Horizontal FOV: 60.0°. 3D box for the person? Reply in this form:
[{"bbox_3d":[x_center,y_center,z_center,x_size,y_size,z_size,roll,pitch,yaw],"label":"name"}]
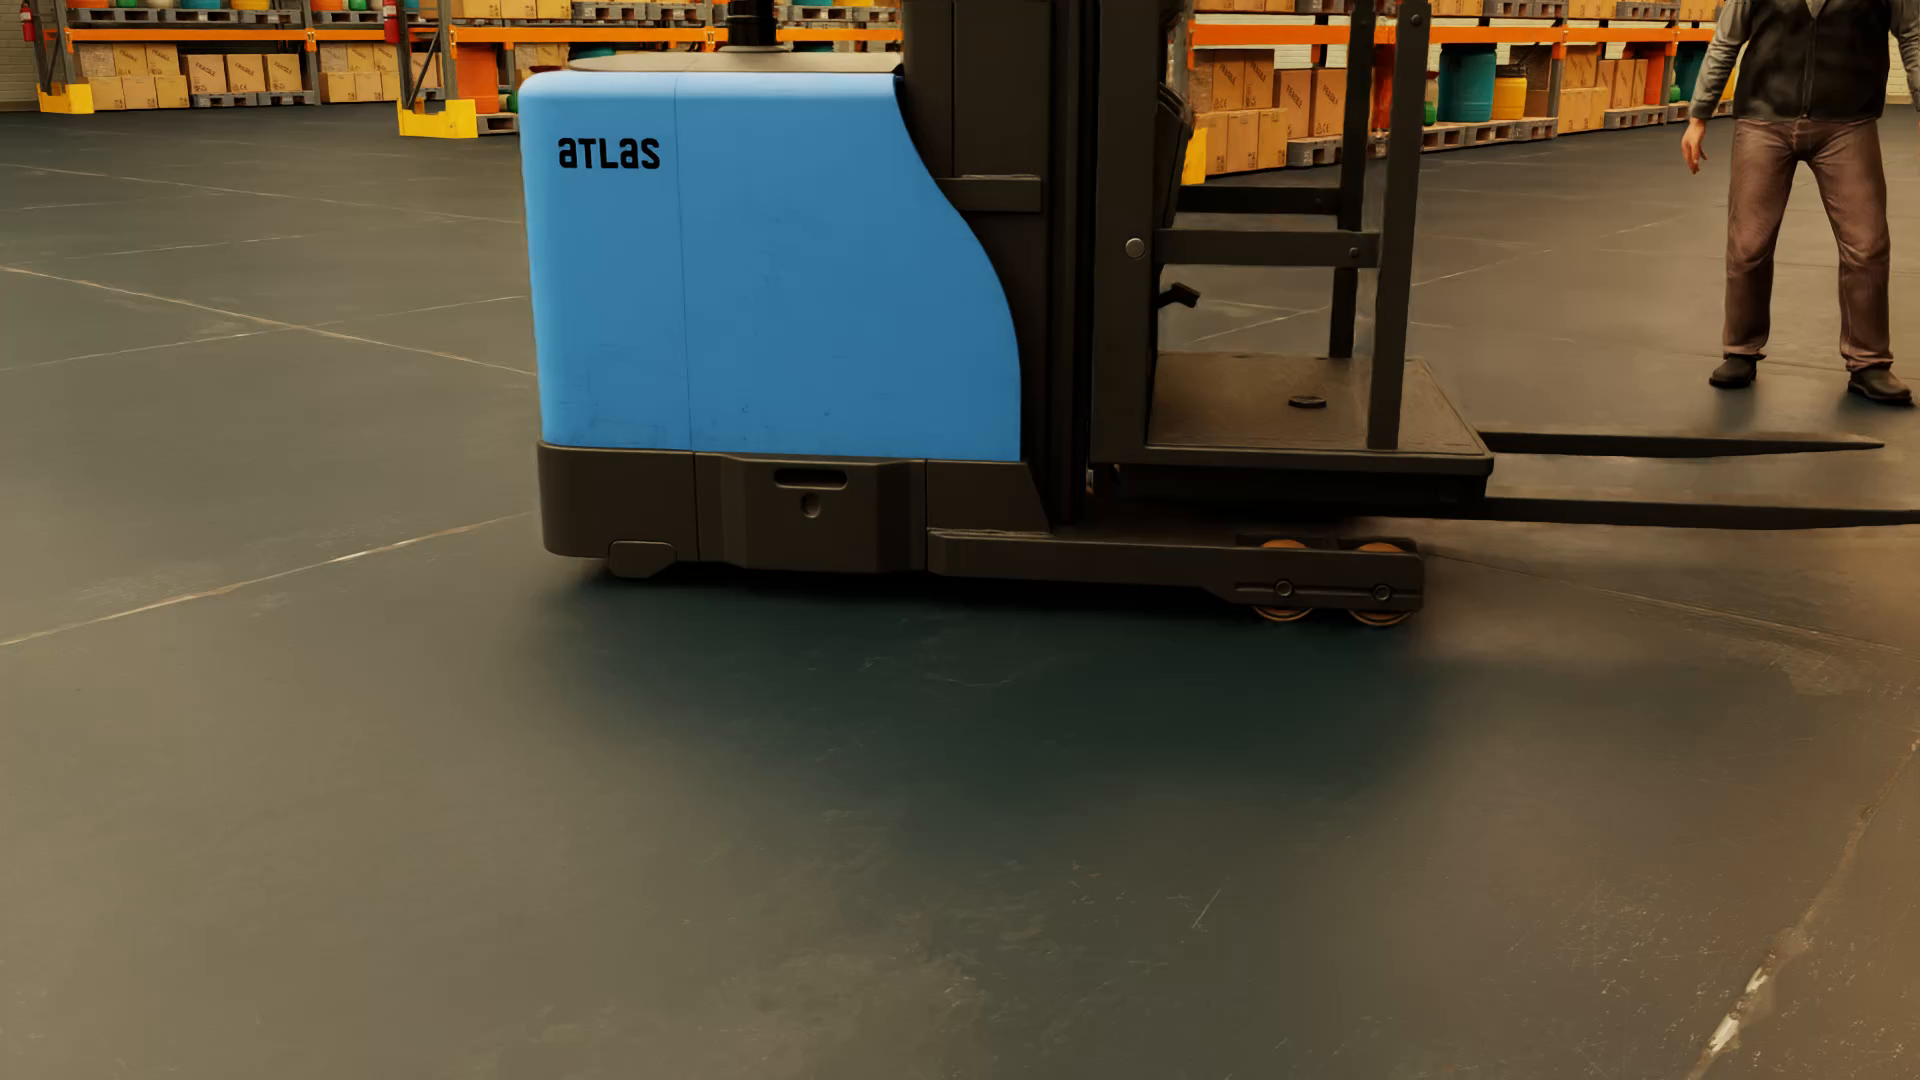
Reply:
[{"bbox_3d":[2.787,-1.337,5.430,0.795,1.696,0.395,8,19,24],"label":"person"}]

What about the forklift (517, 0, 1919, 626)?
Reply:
[{"bbox_3d":[0.641,-1.393,3.484,3.031,2.935,1.130,2,17,7],"label":"forklift"}]
